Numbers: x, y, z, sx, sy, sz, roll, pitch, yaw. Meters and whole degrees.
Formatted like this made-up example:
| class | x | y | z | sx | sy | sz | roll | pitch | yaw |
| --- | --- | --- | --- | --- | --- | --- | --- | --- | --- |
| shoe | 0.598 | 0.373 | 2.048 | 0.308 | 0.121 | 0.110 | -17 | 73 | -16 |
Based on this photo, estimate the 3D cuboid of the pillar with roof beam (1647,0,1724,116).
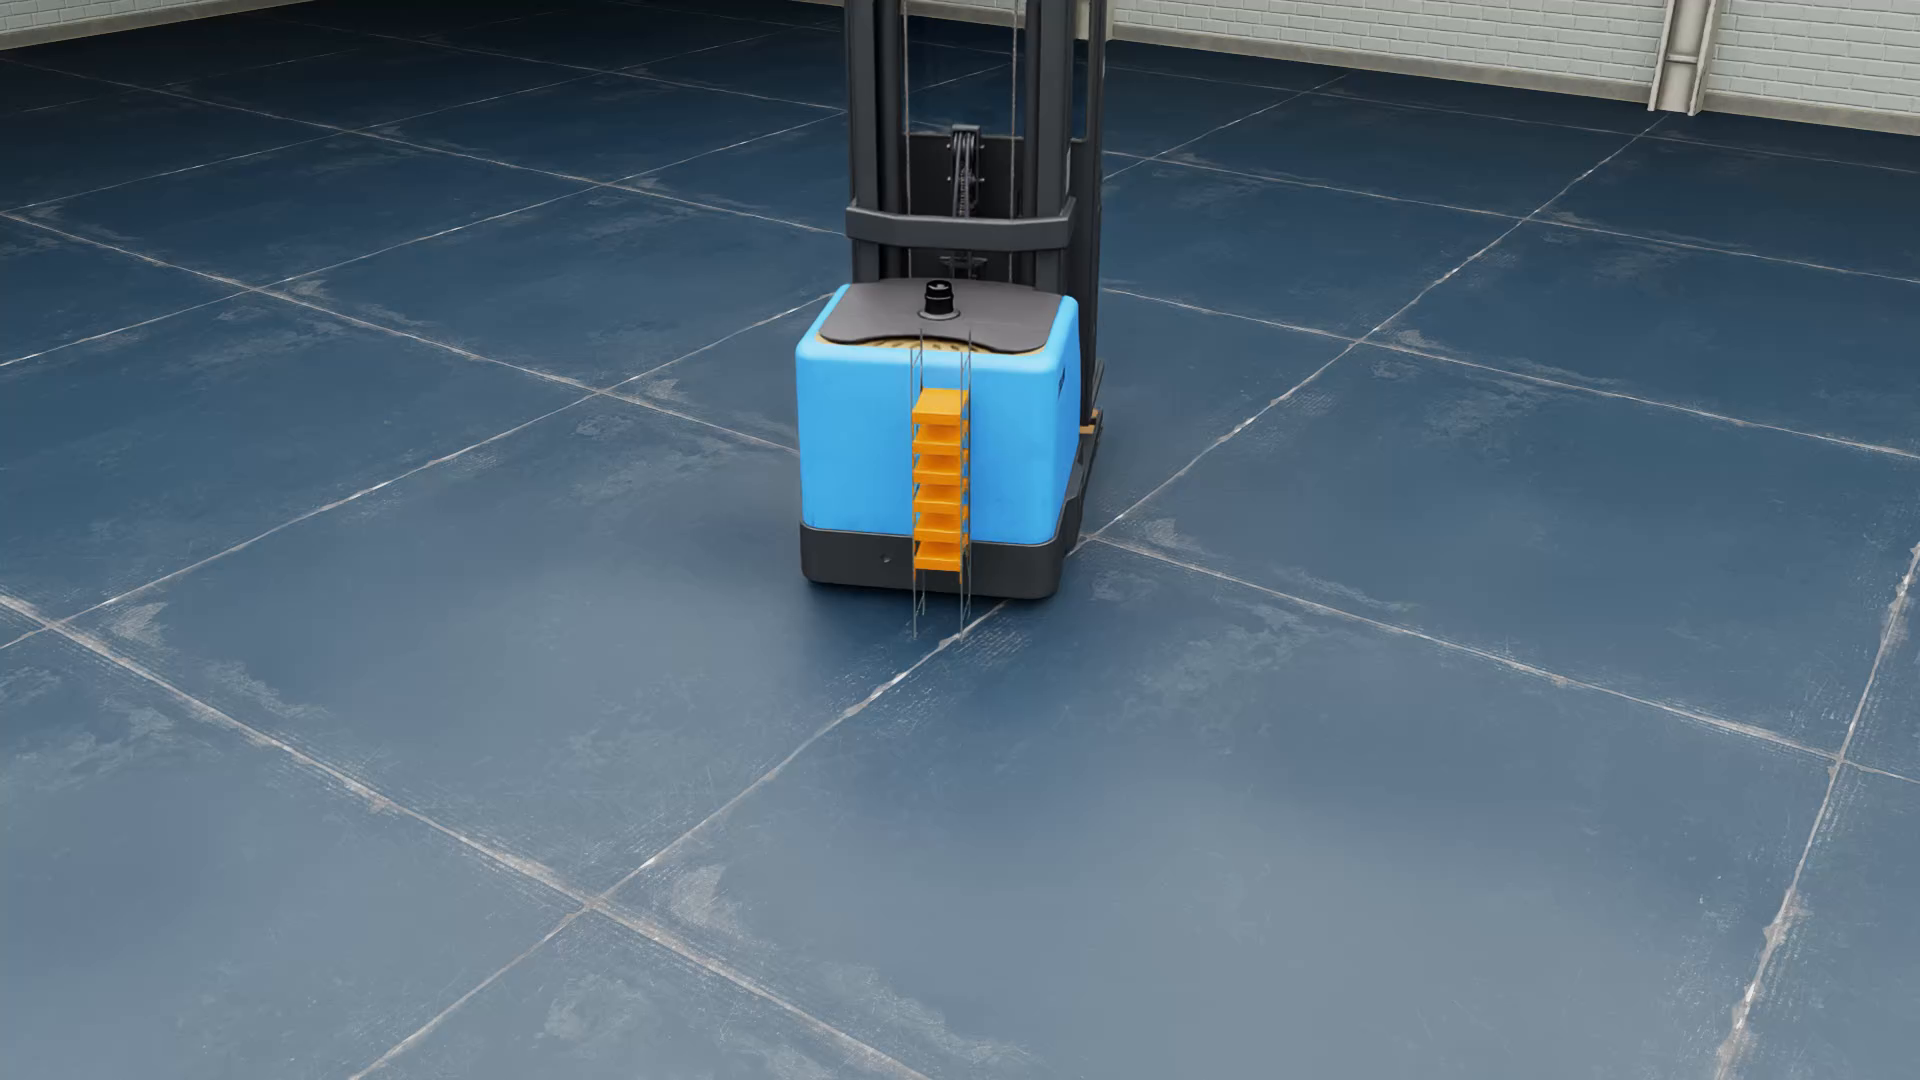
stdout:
| class | x | y | z | sx | sy | sz | roll | pitch | yaw |
| --- | --- | --- | --- | --- | --- | --- | --- | --- | --- |
| pillar with roof beam | 3.902 | -6.218 | 9.547 | 0.400 | 9.000 | 9.100 | 17 | 32 | 30 |

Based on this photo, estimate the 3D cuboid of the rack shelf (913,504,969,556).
| class | x | y | z | sx | sy | sz | roll | pitch | yaw |
| --- | --- | --- | --- | --- | --- | --- | --- | --- | --- |
| rack shelf | -0.069 | -0.047 | 6.382 | 0.180 | 0.103 | 0.258 | 4 | 27 | 7 |

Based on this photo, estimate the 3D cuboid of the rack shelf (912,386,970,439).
| class | x | y | z | sx | sy | sz | roll | pitch | yaw |
| --- | --- | --- | --- | --- | --- | --- | --- | --- | --- |
| rack shelf | -0.069 | -0.475 | 6.164 | 0.180 | 0.103 | 0.258 | 4 | 27 | 7 |

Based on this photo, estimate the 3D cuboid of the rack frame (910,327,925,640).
| class | x | y | z | sx | sy | sz | roll | pitch | yaw |
| --- | --- | --- | --- | --- | --- | --- | --- | --- | --- |
| rack frame | -0.159 | -0.199 | 6.319 | 0.006 | 1.200 | 0.240 | 4 | 27 | 7 |

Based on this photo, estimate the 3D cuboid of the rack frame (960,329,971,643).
| class | x | y | z | sx | sy | sz | roll | pitch | yaw |
| --- | --- | --- | --- | --- | --- | --- | --- | --- | --- |
| rack frame | 0.022 | -0.187 | 6.295 | 0.006 | 1.200 | 0.240 | 4 | 27 | 7 |

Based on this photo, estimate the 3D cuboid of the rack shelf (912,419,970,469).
| class | x | y | z | sx | sy | sz | roll | pitch | yaw |
| --- | --- | --- | --- | --- | --- | --- | --- | --- | --- |
| rack shelf | -0.069 | -0.368 | 6.218 | 0.180 | 0.103 | 0.258 | 4 | 27 | 7 |

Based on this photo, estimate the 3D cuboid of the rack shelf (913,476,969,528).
| class | x | y | z | sx | sy | sz | roll | pitch | yaw |
| --- | --- | --- | --- | --- | --- | --- | --- | --- | --- |
| rack shelf | -0.069 | -0.154 | 6.327 | 0.180 | 0.103 | 0.258 | 4 | 27 | 7 |

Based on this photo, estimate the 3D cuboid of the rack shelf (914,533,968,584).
| class | x | y | z | sx | sy | sz | roll | pitch | yaw |
| --- | --- | --- | --- | --- | --- | --- | --- | --- | --- |
| rack shelf | -0.069 | 0.060 | 6.436 | 0.180 | 0.103 | 0.258 | 4 | 27 | 7 |

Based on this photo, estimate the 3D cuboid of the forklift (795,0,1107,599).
| class | x | y | z | sx | sy | sz | roll | pitch | yaw |
| --- | --- | --- | --- | --- | --- | --- | --- | --- | --- |
| forklift | 0.103 | -1.715 | 7.388 | 1.130 | 2.935 | 3.031 | 4 | 27 | 9 |

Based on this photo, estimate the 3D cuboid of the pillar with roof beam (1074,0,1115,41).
| class | x | y | z | sx | sy | sz | roll | pitch | yaw |
| --- | --- | --- | --- | --- | --- | --- | --- | --- | --- |
| pillar with roof beam | -1.043 | -7.759 | 12.575 | 0.400 | 9.000 | 9.100 | 17 | 32 | 30 |

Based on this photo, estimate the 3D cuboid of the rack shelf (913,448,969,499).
| class | x | y | z | sx | sy | sz | roll | pitch | yaw |
| --- | --- | --- | --- | --- | --- | --- | --- | --- | --- |
| rack shelf | -0.069 | -0.261 | 6.273 | 0.180 | 0.103 | 0.258 | 4 | 27 | 7 |

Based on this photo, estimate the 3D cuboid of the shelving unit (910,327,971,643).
| class | x | y | z | sx | sy | sz | roll | pitch | yaw |
| --- | --- | --- | --- | --- | --- | --- | --- | --- | --- |
| shelving unit | -0.069 | -0.193 | 6.307 | 0.189 | 1.200 | 0.258 | 4 | 27 | 7 |
